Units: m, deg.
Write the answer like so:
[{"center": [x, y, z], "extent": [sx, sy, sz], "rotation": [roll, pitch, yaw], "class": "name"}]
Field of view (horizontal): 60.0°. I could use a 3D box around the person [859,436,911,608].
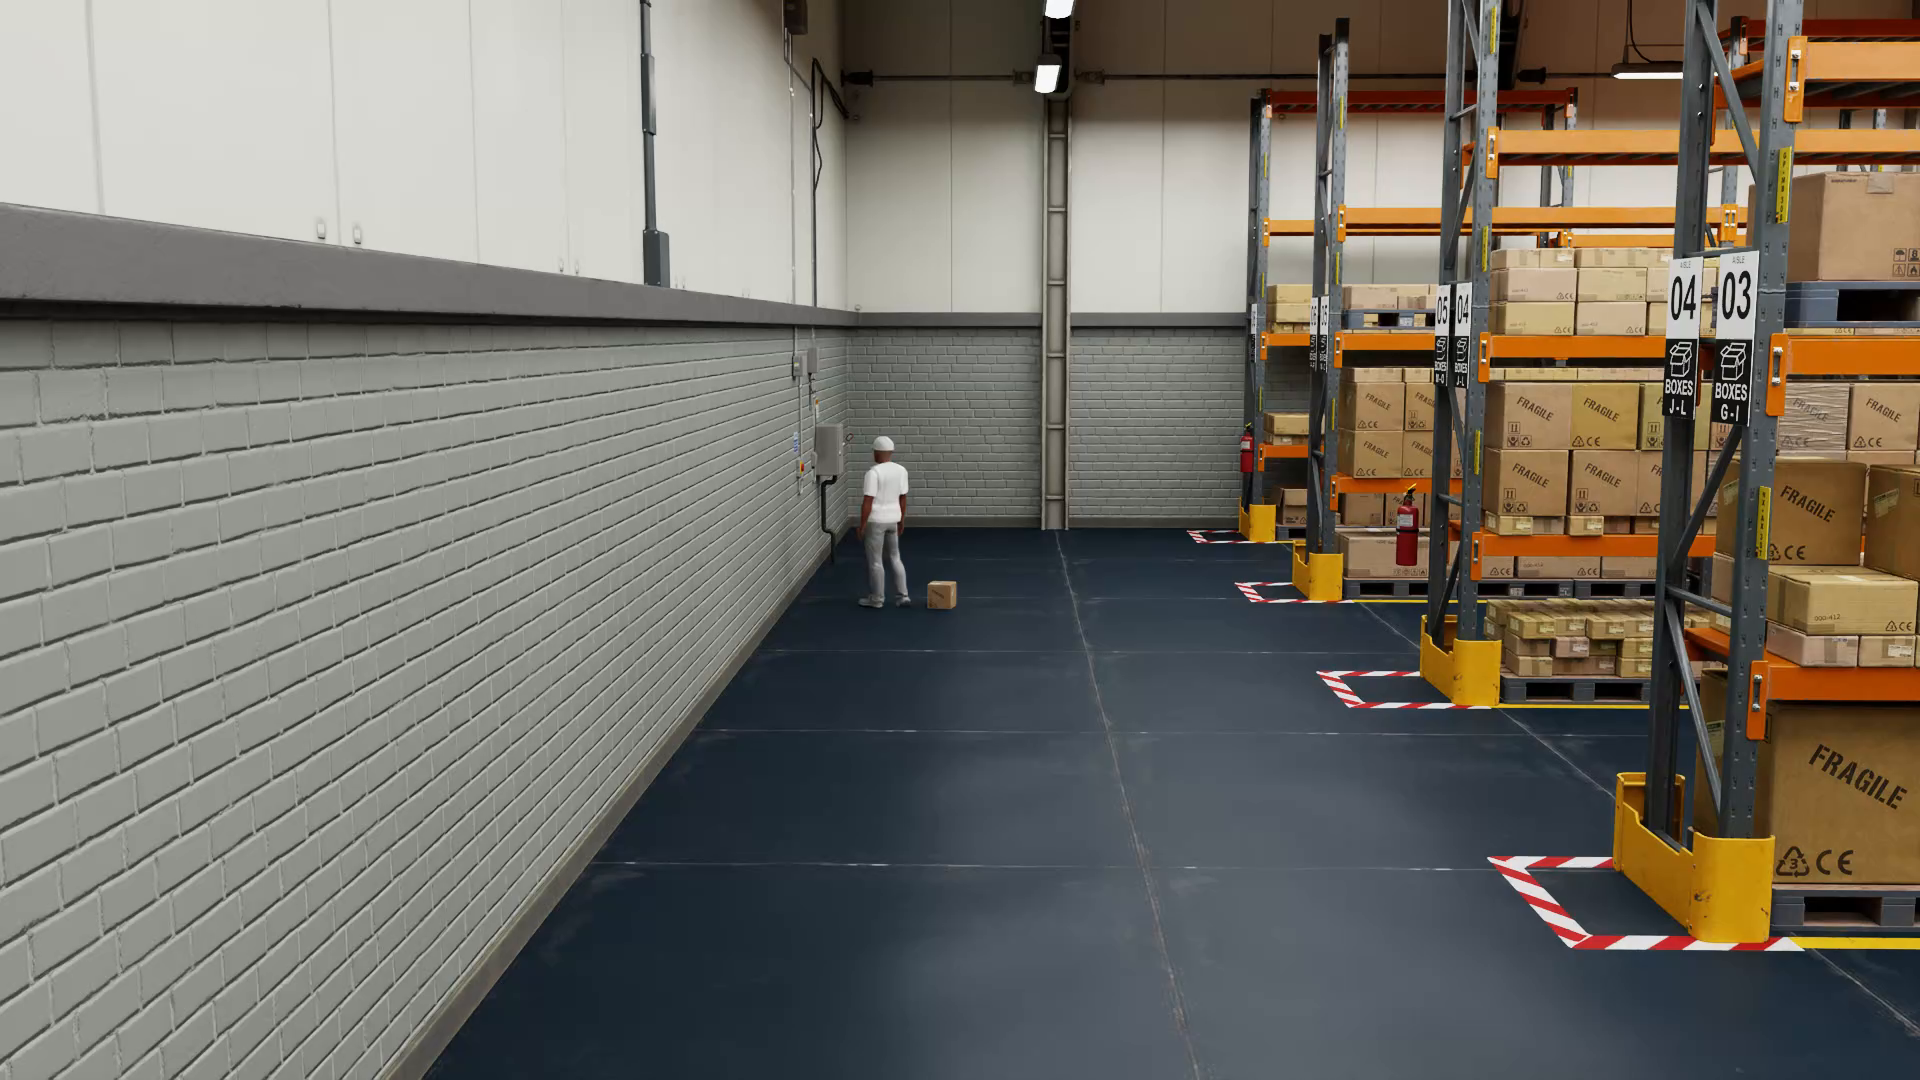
[{"center": [-0.824, -0.148, 17.142], "extent": [0.438, 1.848, 0.562], "rotation": [7, 10, 45], "class": "person"}]
